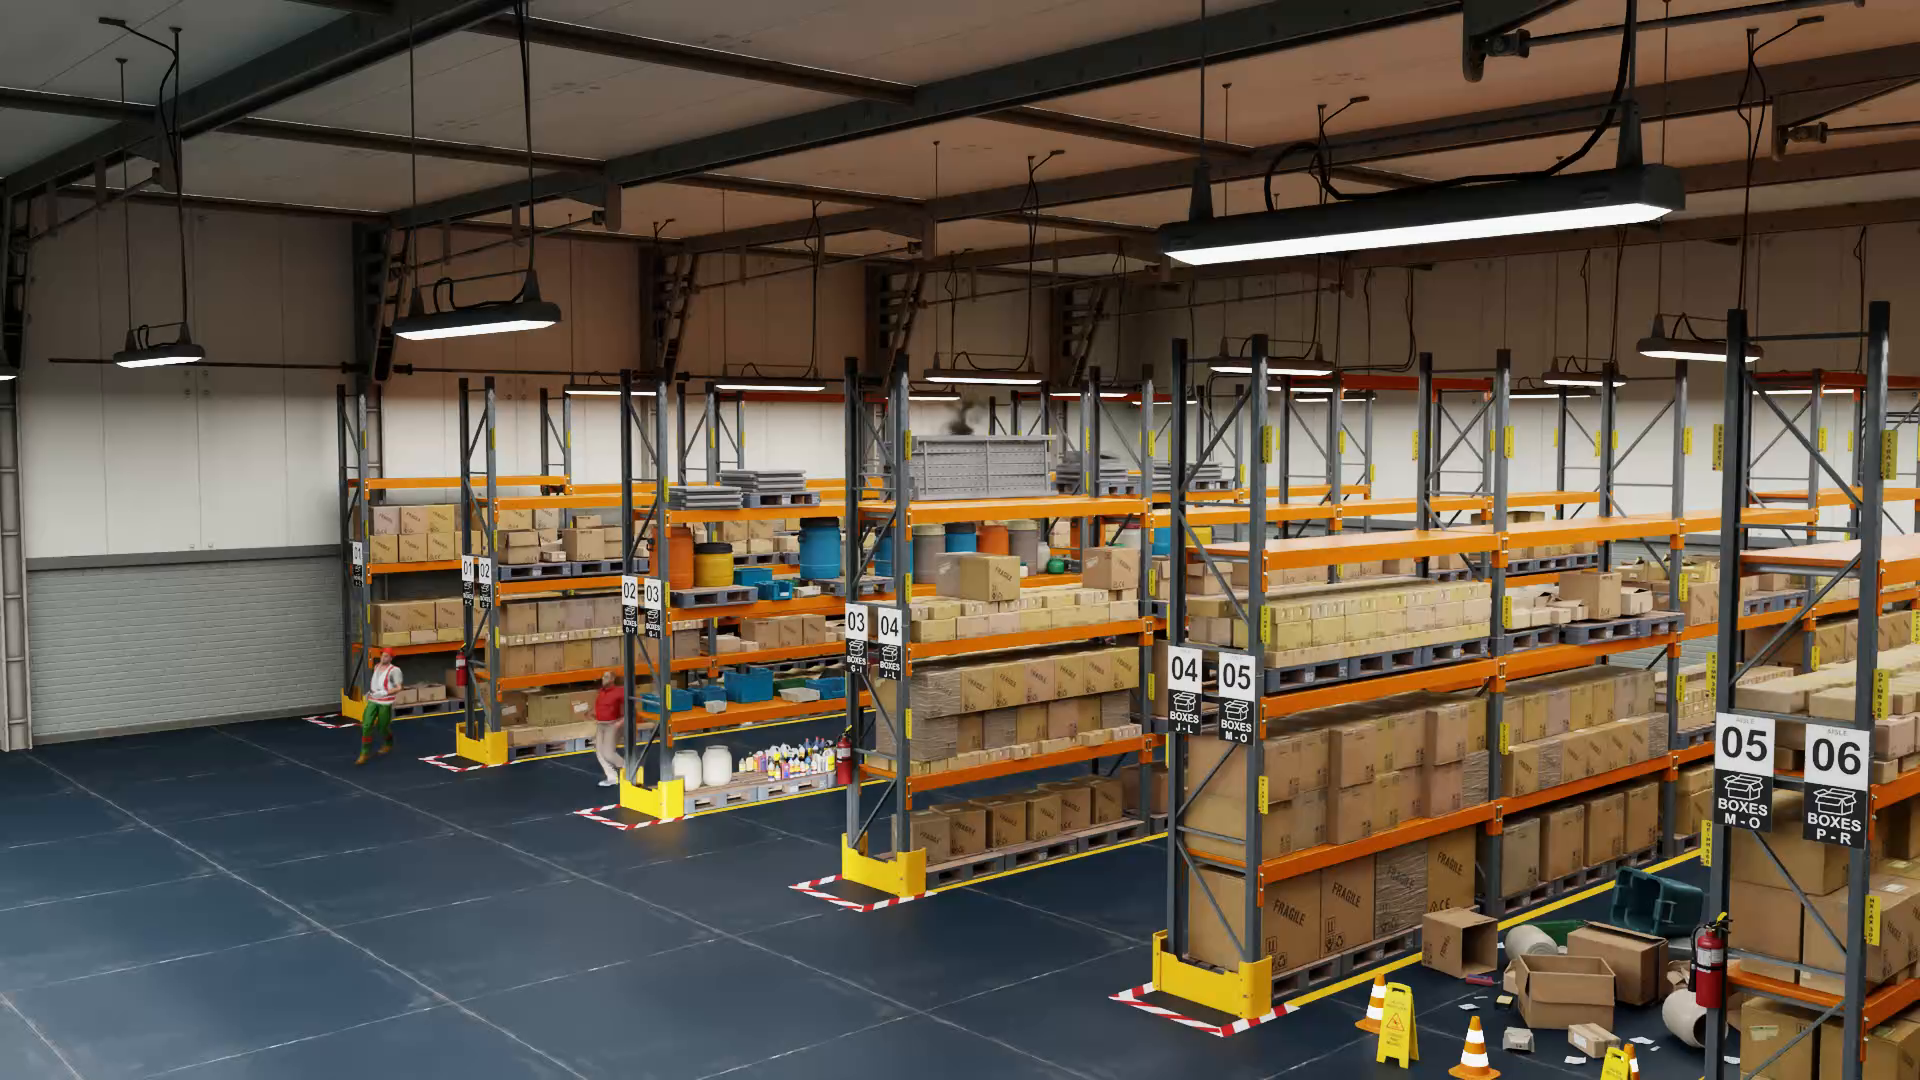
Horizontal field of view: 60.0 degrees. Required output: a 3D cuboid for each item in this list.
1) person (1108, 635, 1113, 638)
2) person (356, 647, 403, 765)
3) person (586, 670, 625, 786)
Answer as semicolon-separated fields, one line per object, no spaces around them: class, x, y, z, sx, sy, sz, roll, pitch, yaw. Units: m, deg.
person;3.065;2.178;32.756;0.564;1.663;0.598;3;5;37
person;-9.046;2.559;25.989;0.703;1.769;0.927;1;4;14
person;-5.096;2.730;24.077;0.677;1.686;0.577;3;5;36
